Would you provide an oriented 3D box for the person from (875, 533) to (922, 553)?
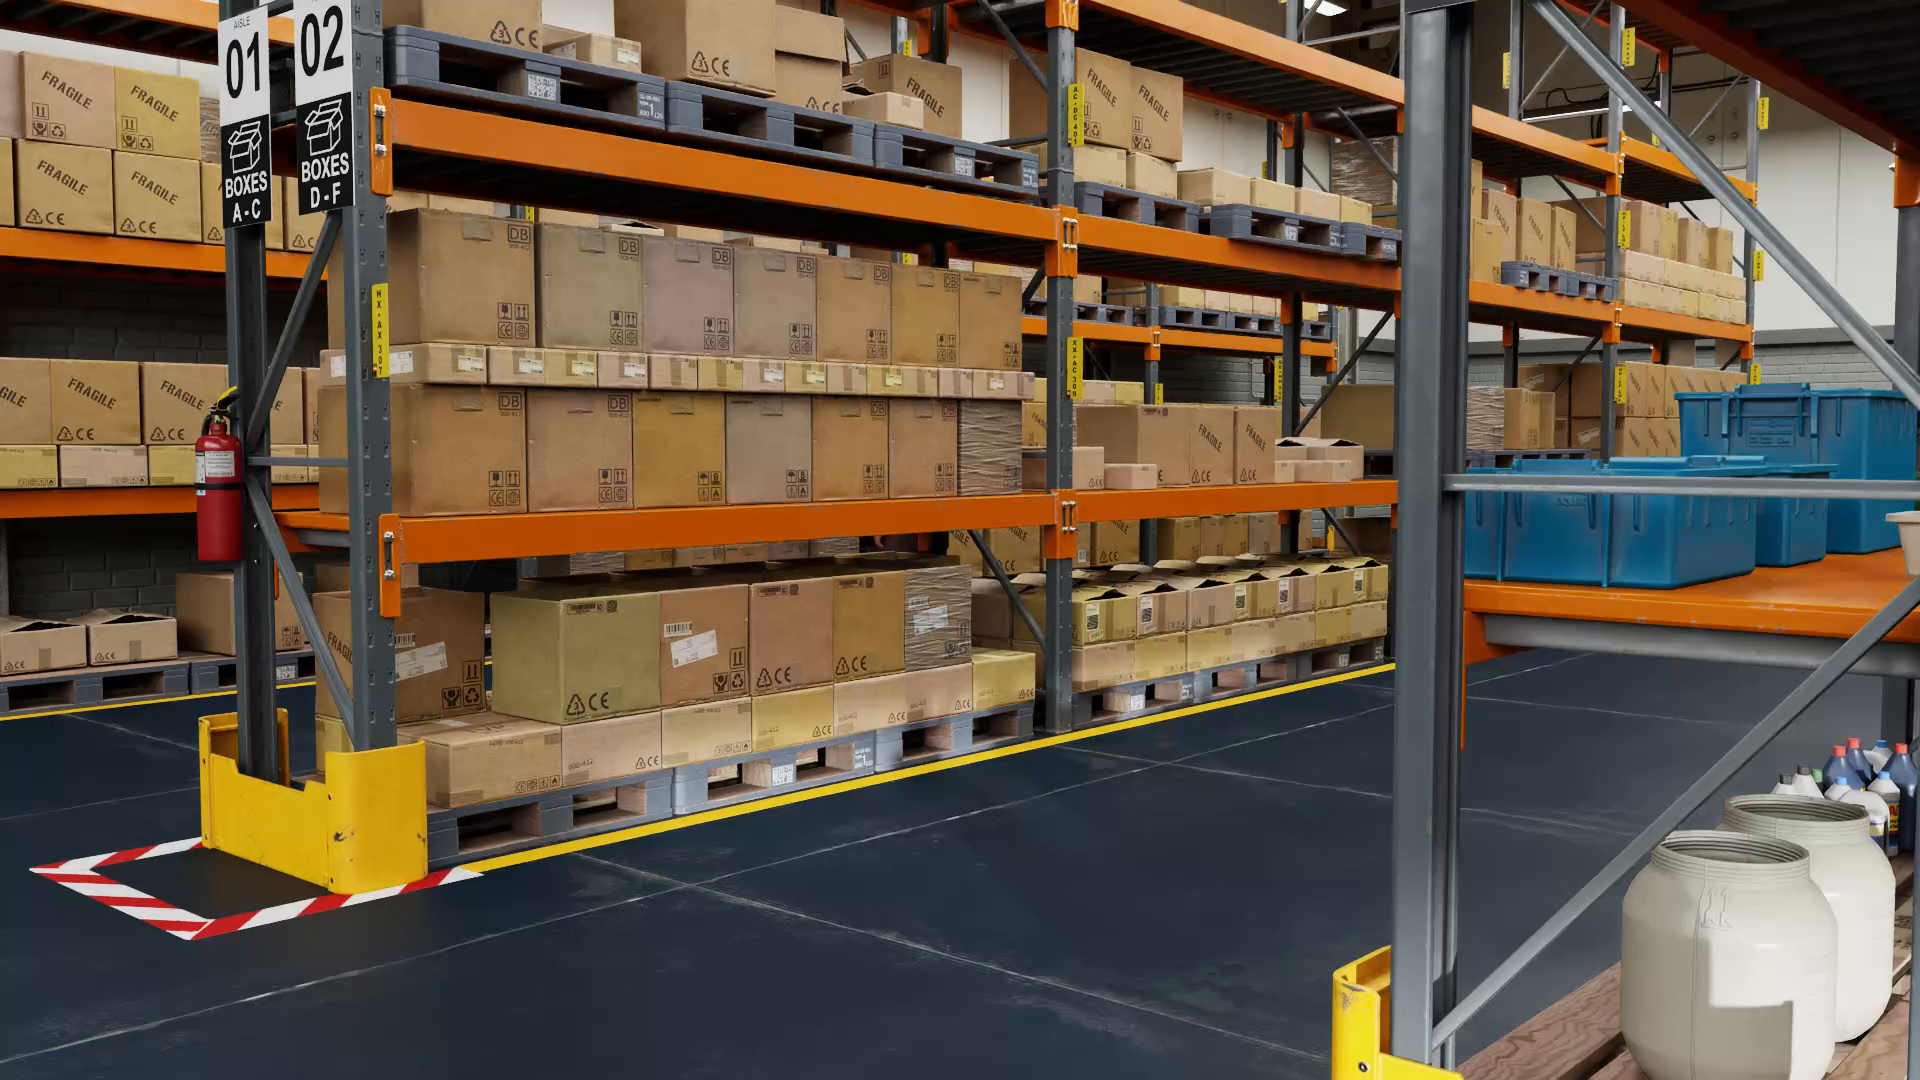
[{"bbox_3d":[-0.442,-0.093,13.240,0.419,1.774,0.646,3,5,40],"label":"person"}]
